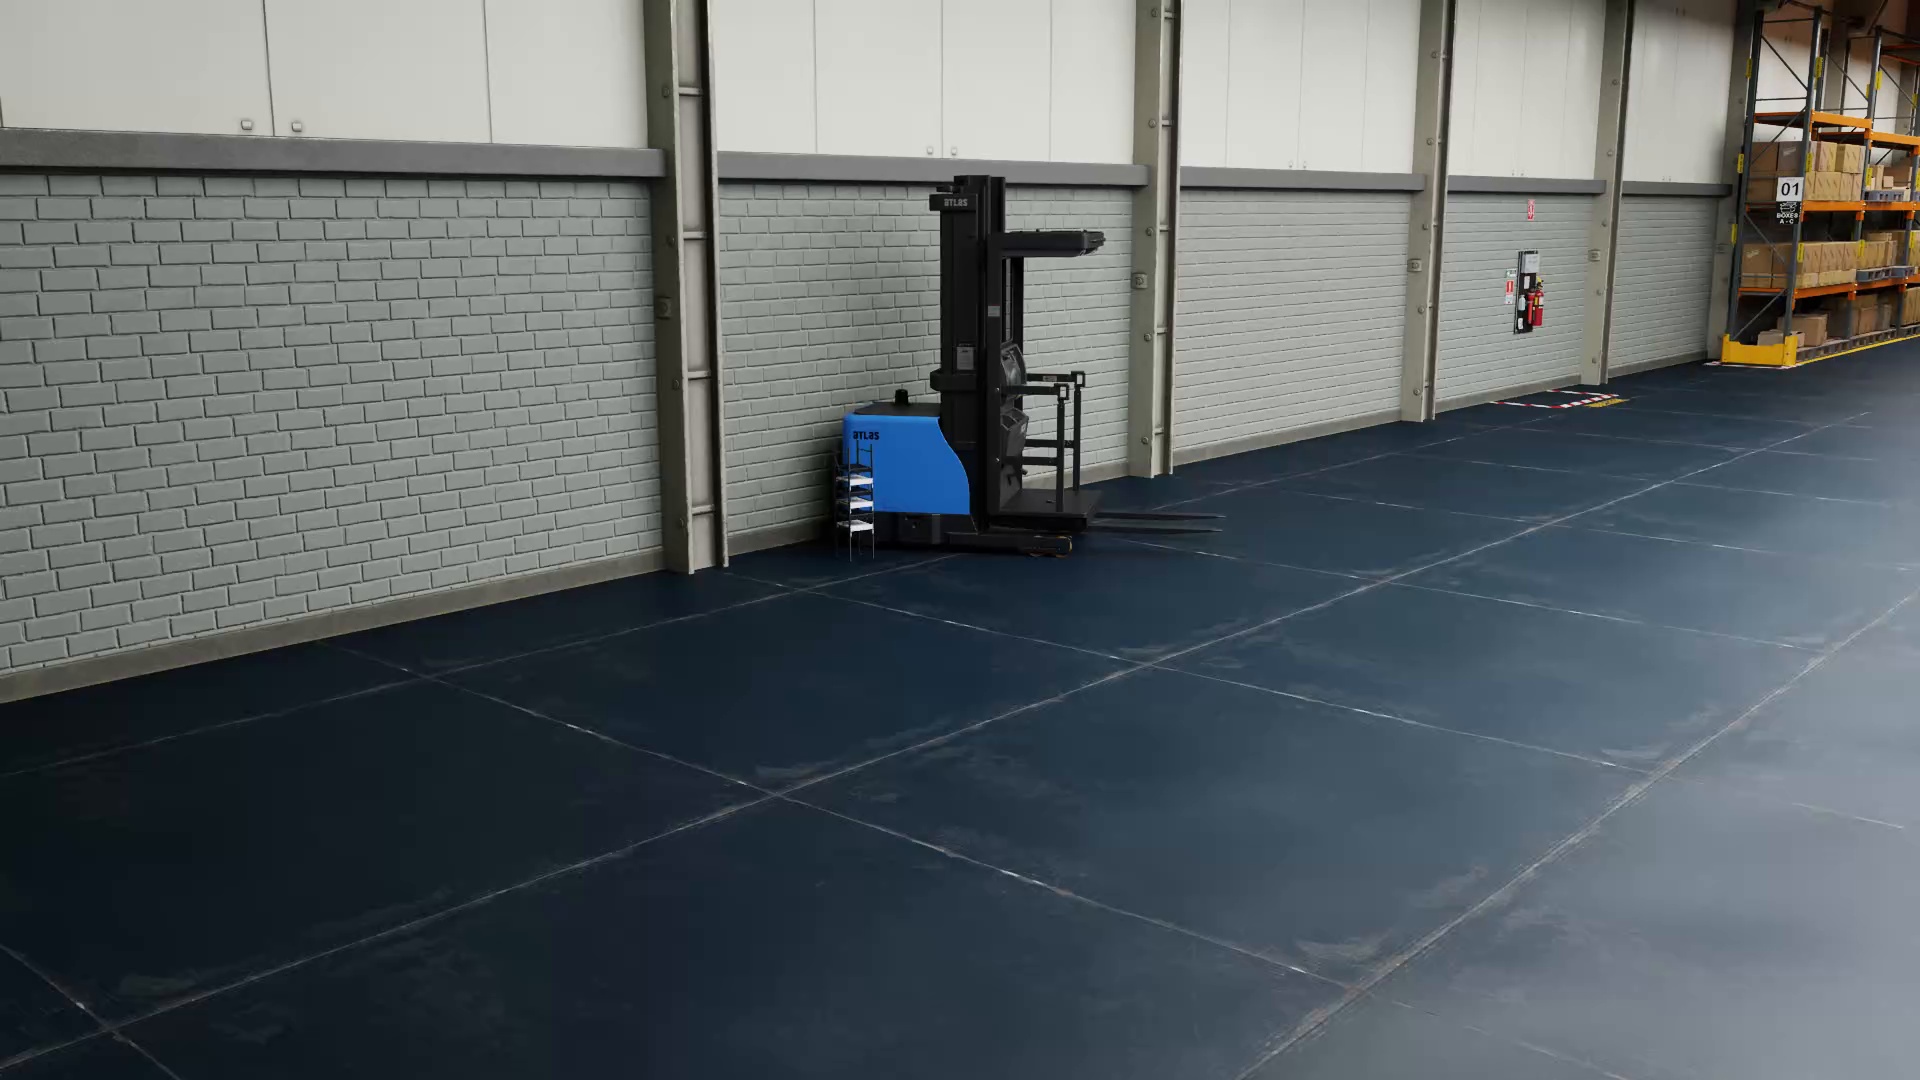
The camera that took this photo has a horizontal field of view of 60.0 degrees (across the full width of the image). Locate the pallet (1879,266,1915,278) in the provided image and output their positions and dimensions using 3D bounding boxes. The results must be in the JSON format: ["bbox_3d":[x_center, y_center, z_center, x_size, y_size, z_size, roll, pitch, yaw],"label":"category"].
[{"bbox_3d":[18.909,-5.545,34.304,1.213,0.211,1.003,10,15,40],"label":"pallet"}]

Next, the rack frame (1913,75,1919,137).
[{"bbox_3d":[21.939,-9.288,37.238,1.000,3.000,0.127,10,15,40],"label":"rack frame"}]

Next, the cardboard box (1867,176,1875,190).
[{"bbox_3d":[17.486,-6.963,32.411,0.500,0.311,0.500,10,15,42],"label":"cardboard box"}]

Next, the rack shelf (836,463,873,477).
[{"bbox_3d":[-0.827,-0.538,12.900,0.200,0.077,0.258,-7,13,-32],"label":"rack shelf"}]

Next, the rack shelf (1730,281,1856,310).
[{"bbox_3d":[15.338,-4.522,30.529,1.077,0.370,4.000,10,15,40],"label":"rack shelf"}]

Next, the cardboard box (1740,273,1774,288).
[{"bbox_3d":[14.181,-4.611,29.468,0.500,0.250,0.500,10,15,41],"label":"cardboard box"}]

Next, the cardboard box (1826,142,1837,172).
[{"bbox_3d":[15.154,-6.770,29.430,0.500,0.500,0.500,10,15,42],"label":"cardboard box"}]

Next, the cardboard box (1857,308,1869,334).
[{"bbox_3d":[17.803,-4.422,33.450,0.700,0.500,0.500,10,15,41],"label":"cardboard box"}]

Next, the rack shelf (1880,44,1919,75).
[{"bbox_3d":[20.619,-10.271,35.509,1.077,0.370,4.000,10,15,40],"label":"rack shelf"}]

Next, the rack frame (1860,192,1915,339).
[{"bbox_3d":[19.299,-5.757,34.879,1.000,3.000,0.127,10,15,40],"label":"rack frame"}]

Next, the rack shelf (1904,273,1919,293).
[{"bbox_3d":[20.619,-5.699,36.422,1.077,0.370,4.000,10,15,40],"label":"rack shelf"}]

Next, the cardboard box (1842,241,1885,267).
[{"bbox_3d":[18.191,-5.766,33.541,0.700,0.500,0.500,10,15,40],"label":"cardboard box"}]

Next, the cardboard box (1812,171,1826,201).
[{"bbox_3d":[14.808,-6.201,29.137,0.500,0.500,0.500,-11,16,-44],"label":"cardboard box"}]

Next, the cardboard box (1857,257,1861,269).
[{"bbox_3d":[17.020,-5.504,32.232,0.700,0.500,0.500,10,15,41],"label":"cardboard box"}]

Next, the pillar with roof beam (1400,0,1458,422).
[{"bbox_3d":[9.143,-5.415,17.848,9.100,9.000,0.400,10,15,40],"label":"pillar with roof beam"}]

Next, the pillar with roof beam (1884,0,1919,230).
[{"bbox_3d":[24.986,-8.946,35.526,9.100,9.000,0.548,10,15,40],"label":"pillar with roof beam"}]

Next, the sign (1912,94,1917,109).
[{"bbox_3d":[21.539,-9.899,37.508,0.100,0.325,0.005,10,15,40],"label":"sign"}]

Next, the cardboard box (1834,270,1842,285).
[{"bbox_3d":[15.918,-4.848,30.658,0.500,0.250,0.500,10,15,40],"label":"cardboard box"}]

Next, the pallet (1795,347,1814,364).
[{"bbox_3d":[14.631,-3.339,29.890,1.003,0.211,1.213,10,15,40],"label":"pallet"}]

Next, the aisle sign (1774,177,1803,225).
[{"bbox_3d":[14.196,-5.806,28.484,0.394,0.787,0.004,10,15,40],"label":"aisle sign"}]

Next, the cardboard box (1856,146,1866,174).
[{"bbox_3d":[16.532,-7.080,30.984,0.500,0.500,0.500,8,14,36],"label":"cardboard box"}]

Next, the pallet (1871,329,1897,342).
[{"bbox_3d":[18.782,-4.275,34.577,1.003,0.211,1.213,10,15,40],"label":"pallet"}]

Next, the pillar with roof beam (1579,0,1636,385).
[{"bbox_3d":[13.104,-6.298,22.267,9.100,9.000,0.400,10,15,40],"label":"pillar with roof beam"}]

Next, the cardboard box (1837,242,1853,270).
[{"bbox_3d":[16.254,-5.289,30.952,0.500,0.500,0.500,10,15,40],"label":"cardboard box"}]

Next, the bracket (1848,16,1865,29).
[{"bbox_3d":[17.784,-10.278,33.005,0.235,0.232,0.430,10,15,40],"label":"bracket"}]

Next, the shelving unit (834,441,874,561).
[{"bbox_3d":[-0.827,-0.306,12.946,0.210,0.900,0.258,-7,13,-32],"label":"shelving unit"}]

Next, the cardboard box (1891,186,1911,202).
[{"bbox_3d":[19.027,-7.054,33.886,0.500,0.311,0.500,10,15,40],"label":"cardboard box"}]

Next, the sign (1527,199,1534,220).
[{"bbox_3d":[8.130,-4.702,23.677,0.001,0.298,0.199,10,15,40],"label":"sign"}]

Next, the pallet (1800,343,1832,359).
[{"bbox_3d":[15.437,-3.518,30.785,1.003,0.211,1.213,10,15,40],"label":"pallet"}]

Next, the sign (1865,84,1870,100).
[{"bbox_3d":[18.880,-9.306,34.541,0.100,0.325,0.005,10,15,40],"label":"sign"}]

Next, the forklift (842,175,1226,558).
[{"bbox_3d":[0.618,-1.413,13.302,3.031,2.935,1.130,2,12,11],"label":"forklift"}]

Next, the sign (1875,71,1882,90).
[{"bbox_3d":[17.054,-8.535,30.881,0.100,0.325,0.005,10,15,40],"label":"sign"}]

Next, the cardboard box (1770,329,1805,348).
[{"bbox_3d":[14.919,-3.652,30.077,0.500,0.311,0.500,-11,15,-43],"label":"cardboard box"}]

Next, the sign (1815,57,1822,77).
[{"bbox_3d":[14.426,-7.949,27.948,0.100,0.325,0.005,10,15,40],"label":"sign"}]

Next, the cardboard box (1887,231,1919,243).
[{"bbox_3d":[19.811,-6.368,34.953,0.500,0.250,0.500,10,15,42],"label":"cardboard box"}]

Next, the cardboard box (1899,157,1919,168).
[{"bbox_3d":[20.907,-8.254,36.425,0.500,0.250,0.500,9,15,39],"label":"cardboard box"}]

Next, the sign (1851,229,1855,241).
[{"bbox_3d":[18.880,-6.396,35.122,0.100,0.325,0.005,10,15,40],"label":"sign"}]

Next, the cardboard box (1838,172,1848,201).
[{"bbox_3d":[15.830,-6.433,30.298,0.500,0.500,0.500,9,14,38],"label":"cardboard box"}]

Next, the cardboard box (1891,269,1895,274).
[{"bbox_3d":[19.690,-5.663,34.994,0.380,0.149,0.250,9,15,40],"label":"cardboard box"}]

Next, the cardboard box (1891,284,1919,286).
[{"bbox_3d":[21.024,-5.254,36.775,0.750,0.750,0.750,10,15,42],"label":"cardboard box"}]

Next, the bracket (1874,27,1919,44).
[{"bbox_3d":[20.033,-10.779,35.515,0.076,0.066,4.783,10,15,40],"label":"bracket"}]

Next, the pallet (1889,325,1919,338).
[{"bbox_3d":[19.876,-4.496,35.684,1.003,0.211,1.213,10,15,40],"label":"pallet"}]

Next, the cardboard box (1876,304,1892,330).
[{"bbox_3d":[18.863,-4.635,34.516,0.700,0.500,0.500,10,15,41],"label":"cardboard box"}]

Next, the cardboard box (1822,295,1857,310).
[{"bbox_3d":[17.420,-4.702,32.940,0.500,0.250,0.500,9,15,39],"label":"cardboard box"}]

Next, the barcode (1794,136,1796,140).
[{"bbox_3d":[15.418,-7.423,30.707,0.001,0.075,0.075,10,15,40],"label":"barcode"}]

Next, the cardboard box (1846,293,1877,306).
[{"bbox_3d":[18.440,-4.927,34.064,0.500,0.250,0.500,10,15,41],"label":"cardboard box"}]

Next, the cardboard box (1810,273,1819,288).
[{"bbox_3d":[14.911,-4.626,29.544,0.500,0.250,0.500,9,15,39],"label":"cardboard box"}]

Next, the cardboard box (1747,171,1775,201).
[{"bbox_3d":[14.103,-6.204,29.151,0.500,0.500,0.500,-11,16,-43],"label":"cardboard box"}]

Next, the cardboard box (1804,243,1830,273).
[{"bbox_3d":[15.239,-5.062,29.816,0.500,0.500,0.500,9,14,39],"label":"cardboard box"}]

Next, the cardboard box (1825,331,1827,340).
[{"bbox_3d":[16.328,-3.913,31.753,0.380,0.166,0.250,7,14,33],"label":"cardboard box"}]

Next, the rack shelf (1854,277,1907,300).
[{"bbox_3d":[17.979,-5.110,33.476,1.077,0.370,4.000,10,15,40],"label":"rack shelf"}]

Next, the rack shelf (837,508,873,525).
[{"bbox_3d":[-0.827,-0.185,12.970,0.200,0.077,0.258,-7,13,-32],"label":"rack shelf"}]
